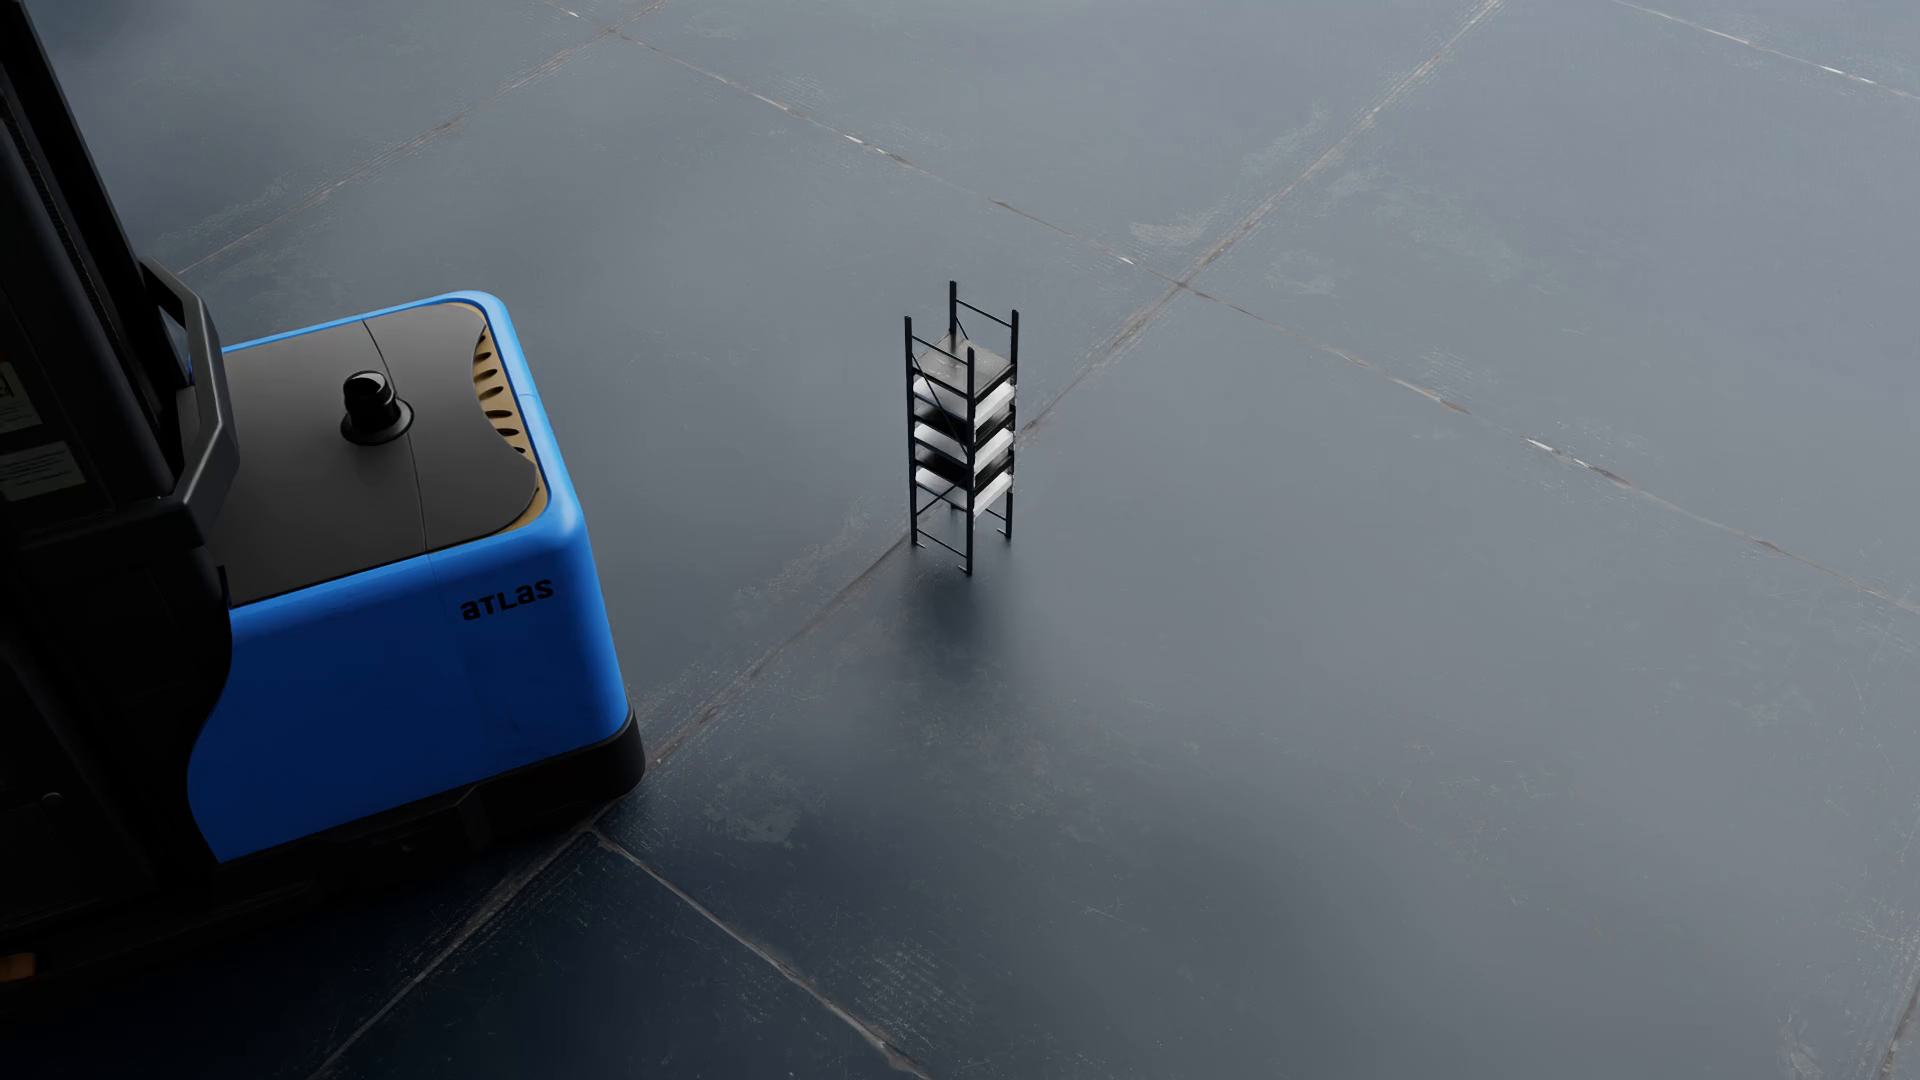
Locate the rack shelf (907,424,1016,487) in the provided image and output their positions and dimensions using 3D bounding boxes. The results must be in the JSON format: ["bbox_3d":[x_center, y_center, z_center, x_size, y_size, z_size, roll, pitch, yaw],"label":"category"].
[{"bbox_3d":[0.005,-0.292,4.953,0.258,0.077,0.200,29,53,25],"label":"rack shelf"}]

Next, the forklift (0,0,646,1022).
[{"bbox_3d":[-2.427,-0.219,3.432,3.031,2.935,1.130,-17,49,-16],"label":"forklift"}]

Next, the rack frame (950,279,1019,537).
[{"bbox_3d":[0.067,-0.374,4.985,0.240,0.900,0.006,29,53,25],"label":"rack frame"}]

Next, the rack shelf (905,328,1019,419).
[{"bbox_3d":[0.005,-0.479,4.758,0.258,0.077,0.200,29,53,25],"label":"rack shelf"}]

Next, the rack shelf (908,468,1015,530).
[{"bbox_3d":[0.005,-0.168,5.083,0.258,0.077,0.200,29,53,25],"label":"rack shelf"}]

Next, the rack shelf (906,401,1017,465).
[{"bbox_3d":[0.005,-0.355,4.888,0.258,0.077,0.200,29,53,25],"label":"rack shelf"}]

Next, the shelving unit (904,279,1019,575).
[{"bbox_3d":[0.005,-0.315,4.929,0.258,0.900,0.210,29,53,25],"label":"shelving unit"}]

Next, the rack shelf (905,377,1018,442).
[{"bbox_3d":[0.005,-0.417,4.823,0.258,0.077,0.200,29,53,25],"label":"rack shelf"}]

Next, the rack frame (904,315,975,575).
[{"bbox_3d":[-0.057,-0.257,4.873,0.240,0.900,0.006,29,53,25],"label":"rack frame"}]

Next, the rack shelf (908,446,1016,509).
[{"bbox_3d":[0.005,-0.230,5.018,0.258,0.077,0.200,29,53,25],"label":"rack shelf"}]
